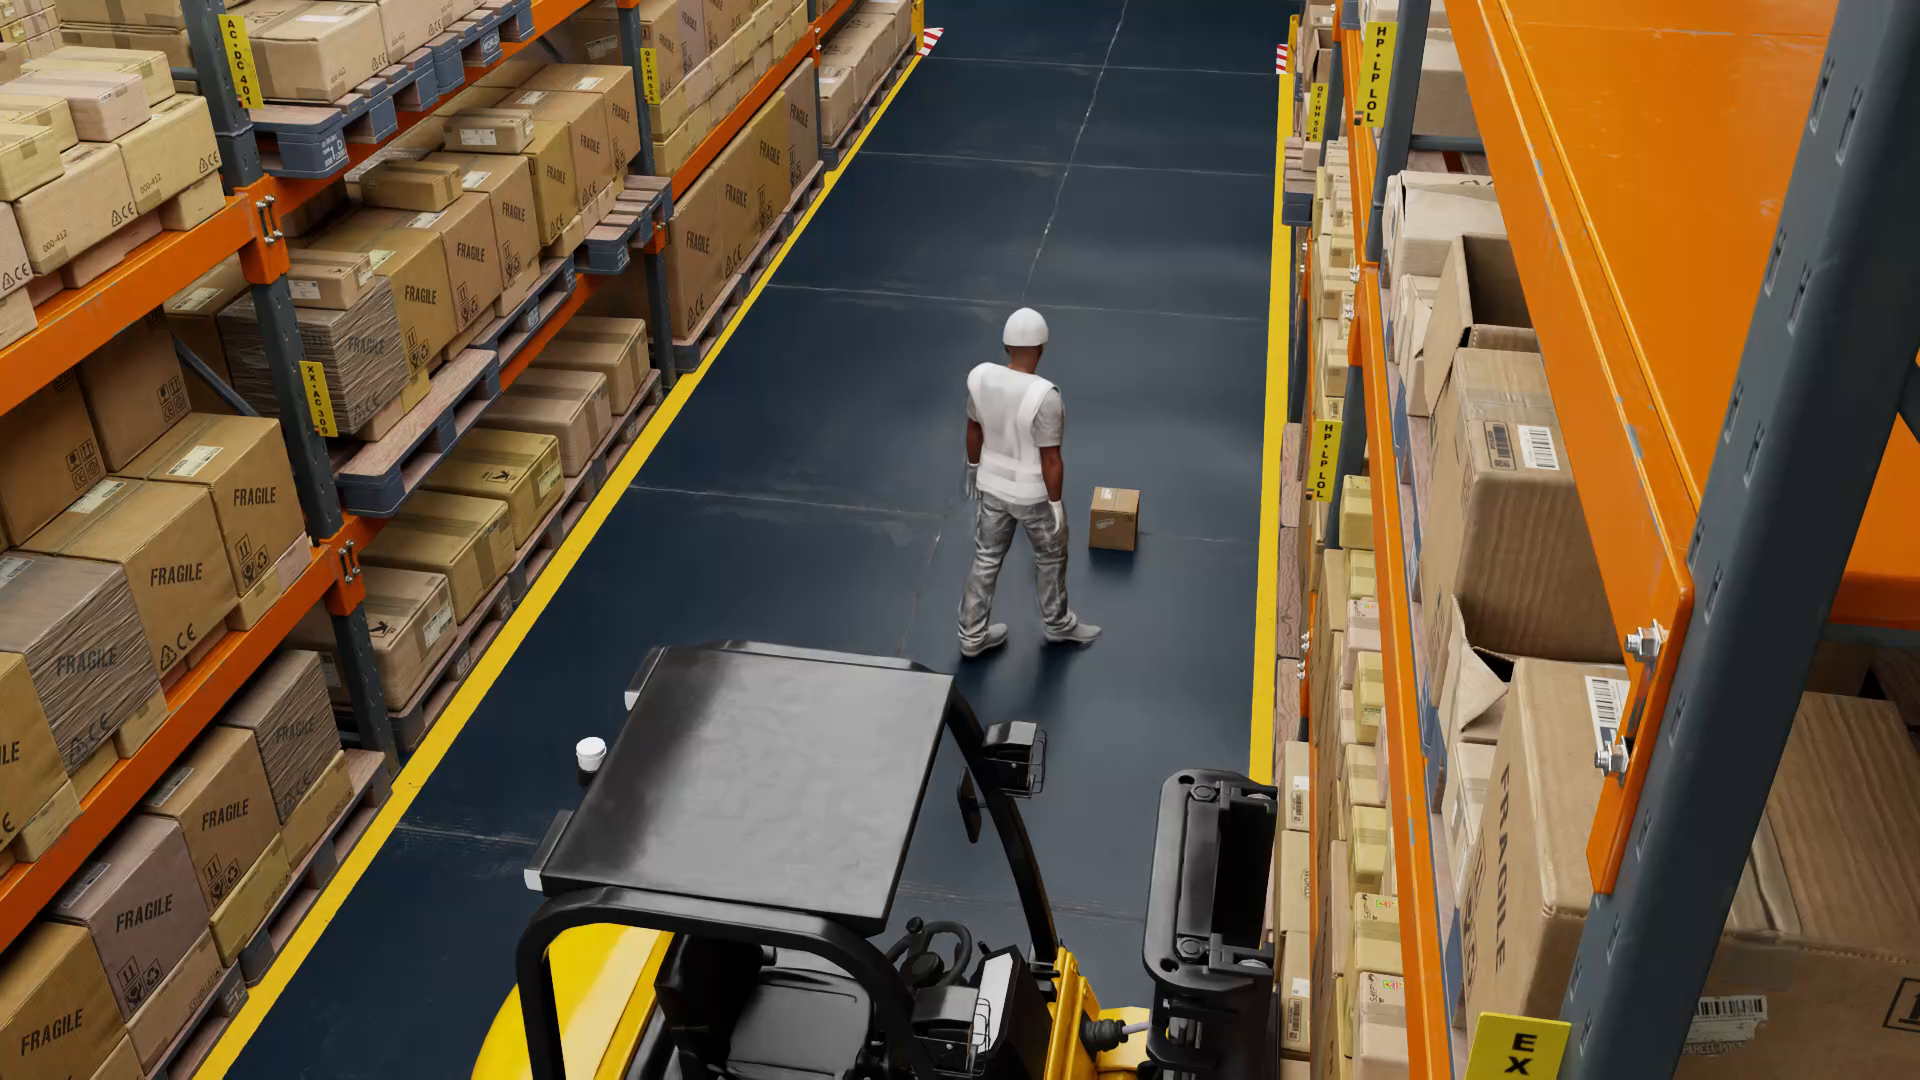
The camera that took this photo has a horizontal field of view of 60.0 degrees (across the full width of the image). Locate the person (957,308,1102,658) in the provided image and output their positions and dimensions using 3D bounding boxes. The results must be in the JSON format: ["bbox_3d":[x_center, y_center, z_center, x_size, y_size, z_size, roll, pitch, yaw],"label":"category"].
[{"bbox_3d":[0.286,-0.248,8.027,0.638,1.797,0.670,25,40,34],"label":"person"}]
